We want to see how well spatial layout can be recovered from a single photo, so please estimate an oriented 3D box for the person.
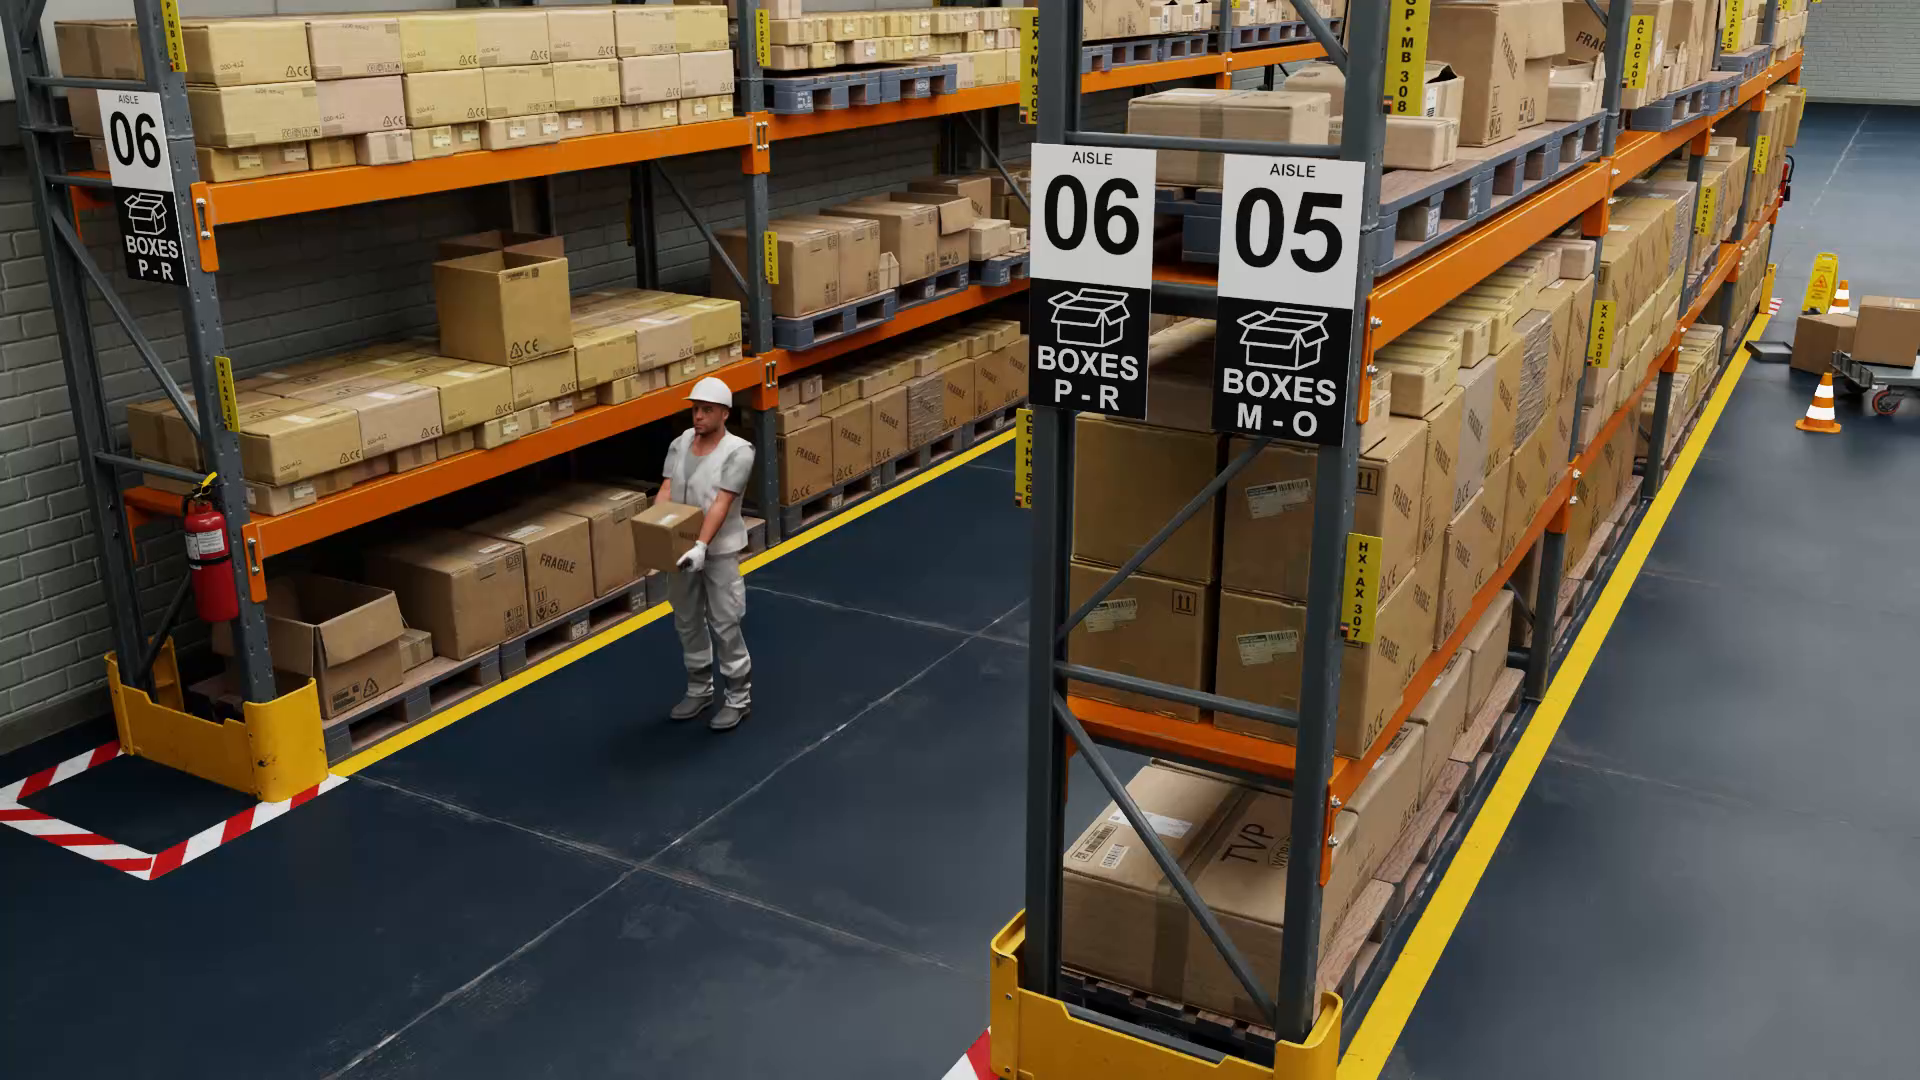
[{"bbox_3d":[-1.309,0.095,8.268,0.494,1.782,0.569,11,22,29],"label":"person"}]
